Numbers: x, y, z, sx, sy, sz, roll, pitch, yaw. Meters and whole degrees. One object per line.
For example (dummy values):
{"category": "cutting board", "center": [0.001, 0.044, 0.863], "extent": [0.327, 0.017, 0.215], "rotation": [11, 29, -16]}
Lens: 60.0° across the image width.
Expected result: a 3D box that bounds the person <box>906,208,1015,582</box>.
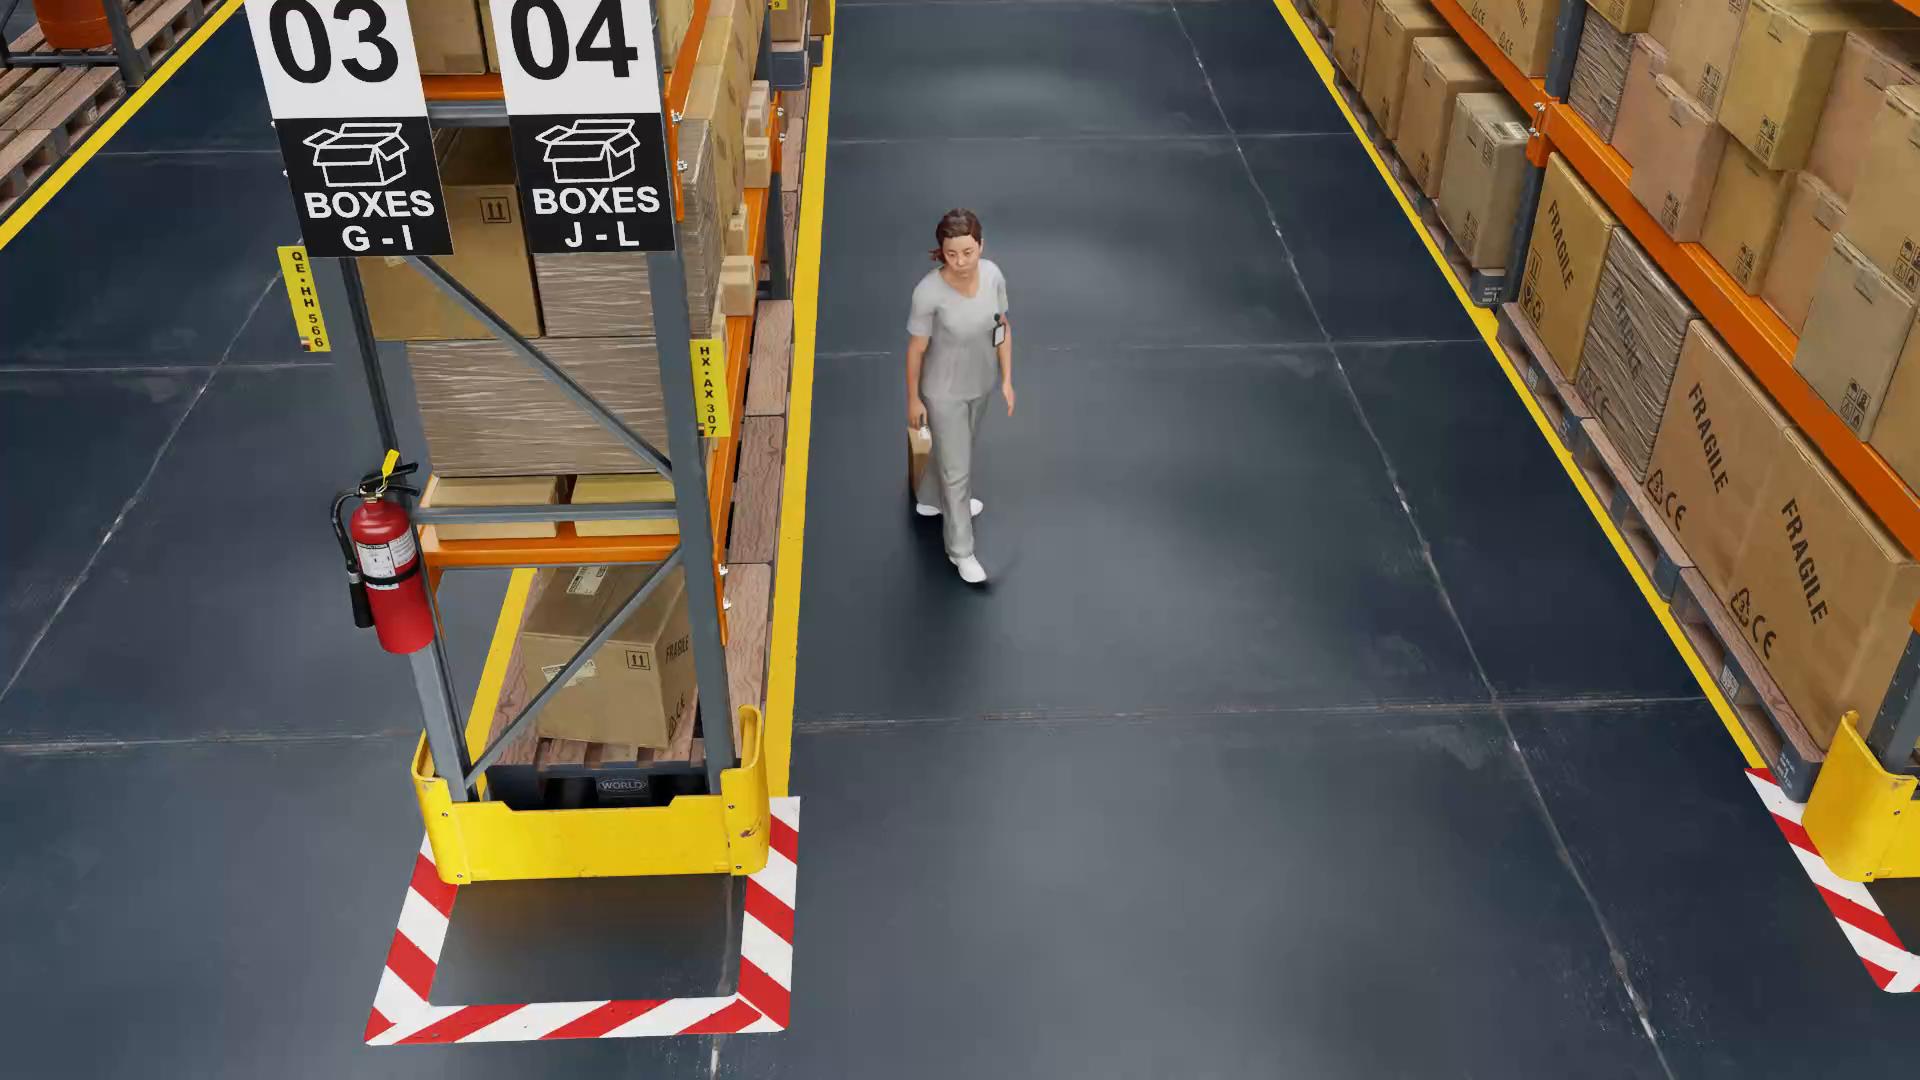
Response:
{"category": "person", "center": [-0.013, -0.651, 7.066], "extent": [0.491, 1.667, 0.646], "rotation": [-24, 42, -30]}
